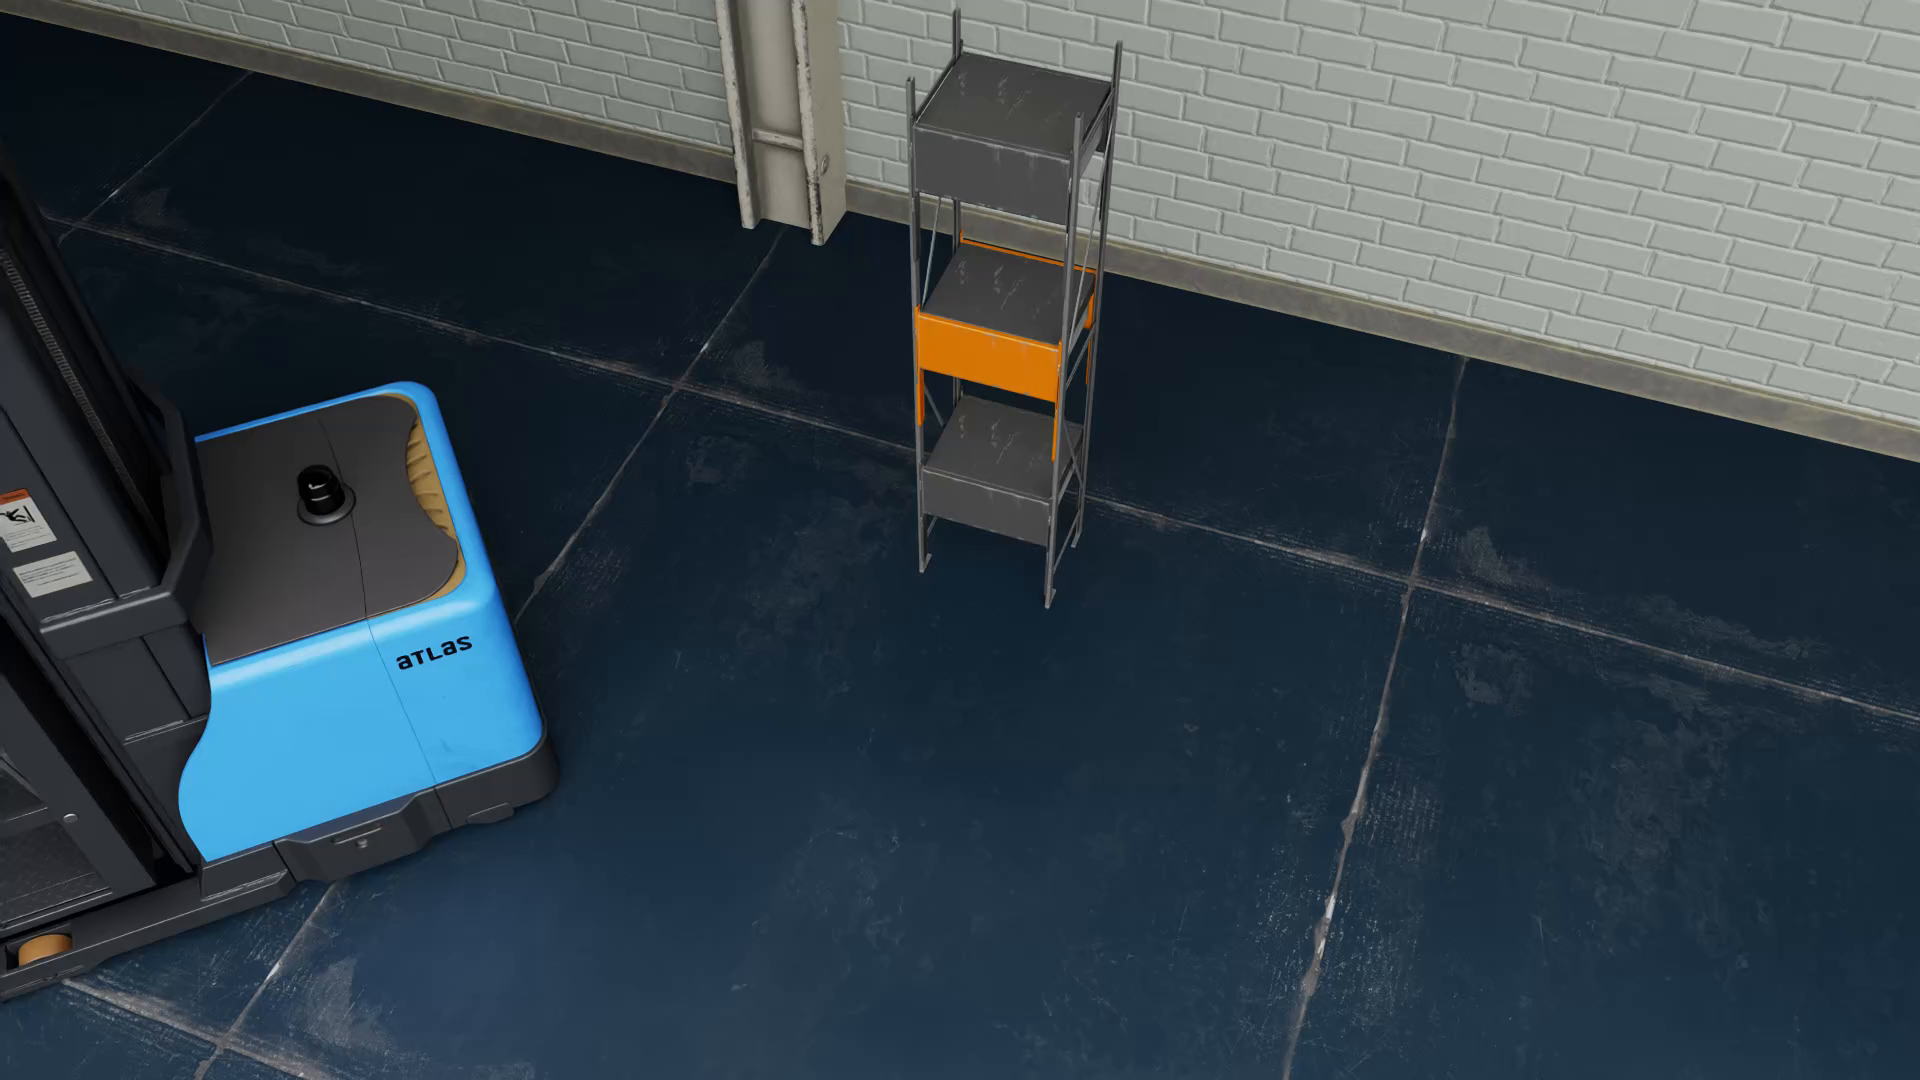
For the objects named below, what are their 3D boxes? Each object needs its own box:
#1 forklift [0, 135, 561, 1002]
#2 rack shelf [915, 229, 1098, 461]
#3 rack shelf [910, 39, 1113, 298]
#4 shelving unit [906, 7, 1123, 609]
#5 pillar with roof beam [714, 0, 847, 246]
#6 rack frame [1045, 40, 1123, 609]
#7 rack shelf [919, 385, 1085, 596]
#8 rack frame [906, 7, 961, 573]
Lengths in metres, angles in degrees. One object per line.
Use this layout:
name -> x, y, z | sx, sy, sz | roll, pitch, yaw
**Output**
forklift -> -2.883, -0.006, 4.316 | 3.031, 2.935, 1.130 | -18, 51, -15
rack shelf -> 0.155, -0.635, 5.429 | 0.480, 0.518, 0.431 | 16, 51, 13
rack shelf -> 0.155, -1.094, 4.900 | 0.480, 0.518, 0.431 | 16, 51, 13
shelving unit -> 0.155, -0.644, 5.419 | 0.503, 2.100, 0.431 | 16, 51, 13
pillar with roof beam -> -2.235, -1.361, 1.475 | 0.400, 9.000, 9.100 | 16, 51, 13
rack frame -> 0.384, -0.580, 5.364 | 0.015, 2.100, 0.400 | 16, 51, 13
rack shelf -> 0.155, -0.177, 5.958 | 0.480, 0.518, 0.431 | 16, 51, 13
rack frame -> -0.074, -0.708, 5.474 | 0.015, 2.100, 0.400 | 16, 51, 13
